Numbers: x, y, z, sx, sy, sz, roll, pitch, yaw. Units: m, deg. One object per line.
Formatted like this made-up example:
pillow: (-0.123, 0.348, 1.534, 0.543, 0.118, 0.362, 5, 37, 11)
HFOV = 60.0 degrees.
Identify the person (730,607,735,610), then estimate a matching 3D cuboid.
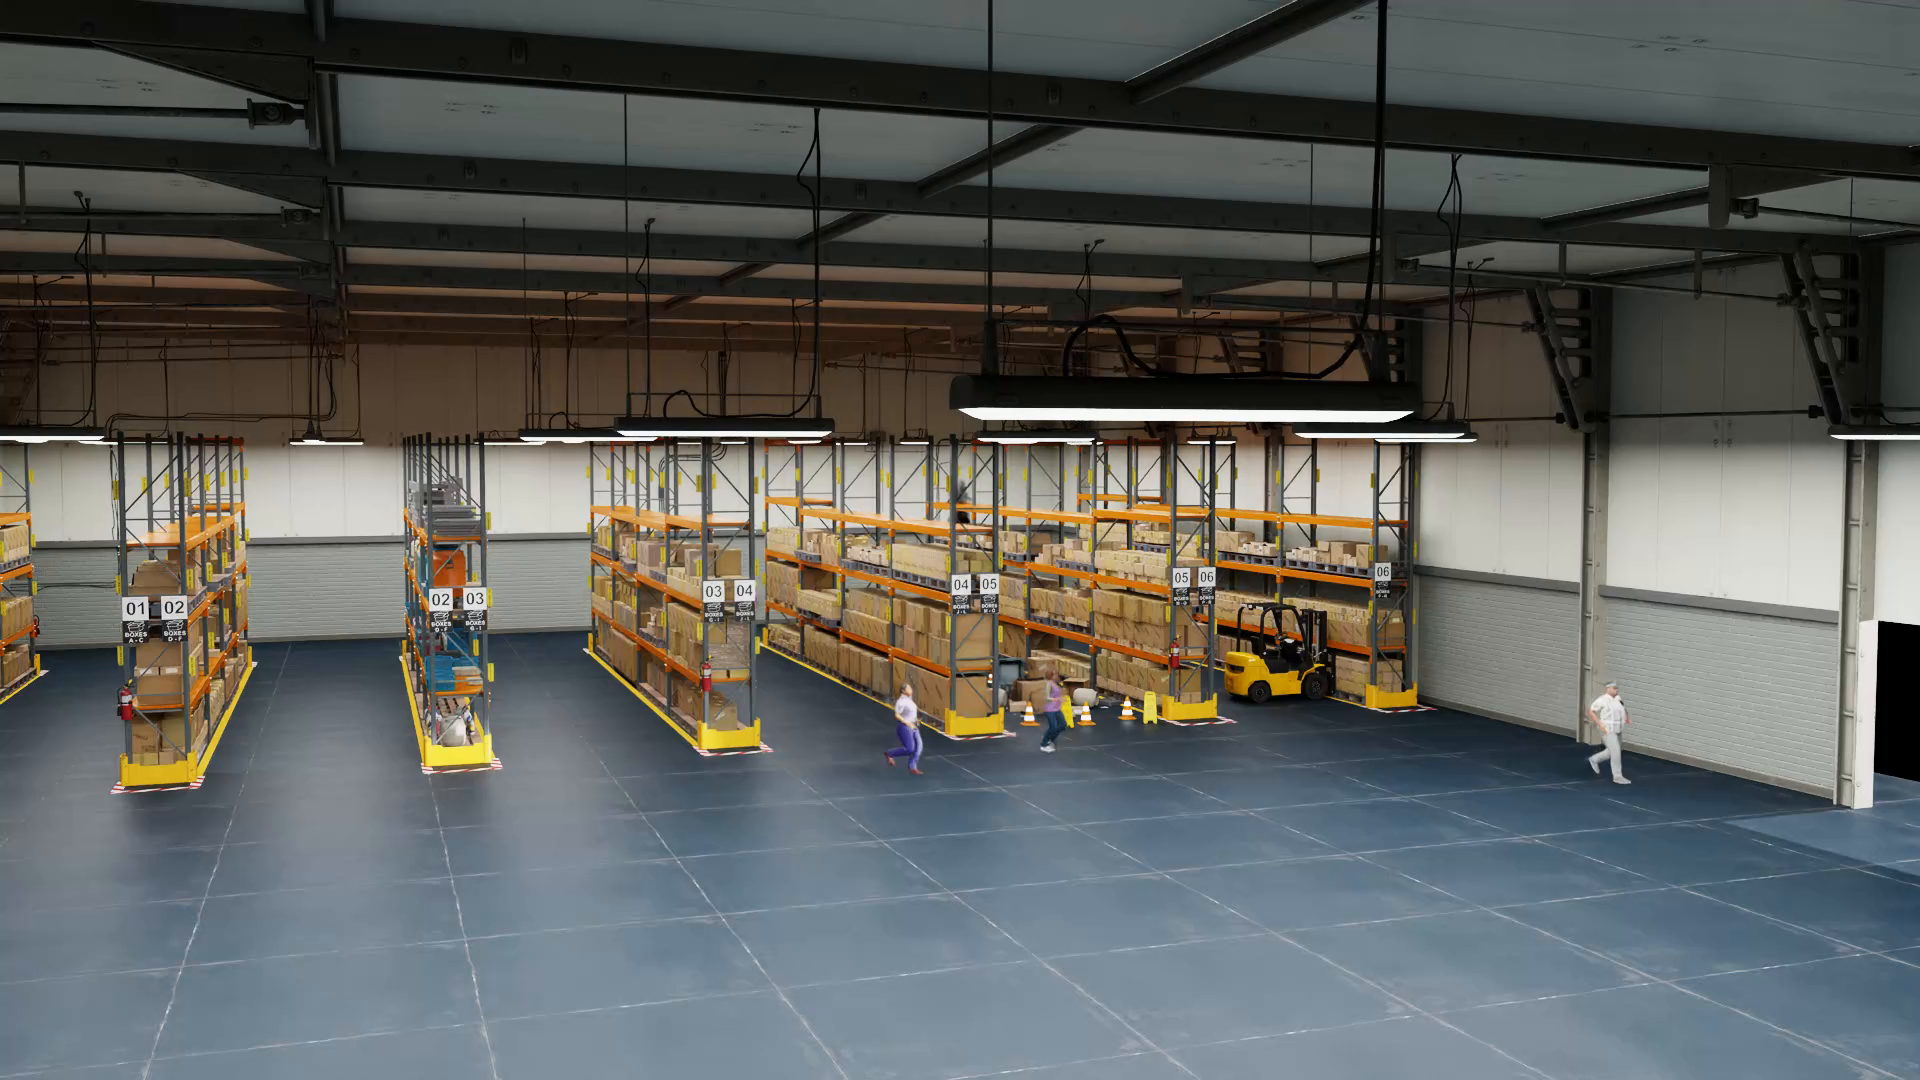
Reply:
person: (-6.800, 2.198, 48.683, 0.730, 1.641, 1.097, 3, 4, 44)

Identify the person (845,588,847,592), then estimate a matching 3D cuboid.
person: (-3.338, 2.226, 48.415, 0.566, 1.698, 0.717, -2, 4, -32)

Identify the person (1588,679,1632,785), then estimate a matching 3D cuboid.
person: (11.133, 3.250, 28.499, 0.691, 1.755, 0.929, -2, 4, -32)

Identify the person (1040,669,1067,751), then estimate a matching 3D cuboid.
person: (1.780, 3.195, 31.186, 0.580, 1.564, 0.519, 2, 4, 28)

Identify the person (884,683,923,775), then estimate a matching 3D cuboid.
person: (-0.975, 3.319, 29.247, 0.694, 1.608, 0.616, 1, 3, 18)
